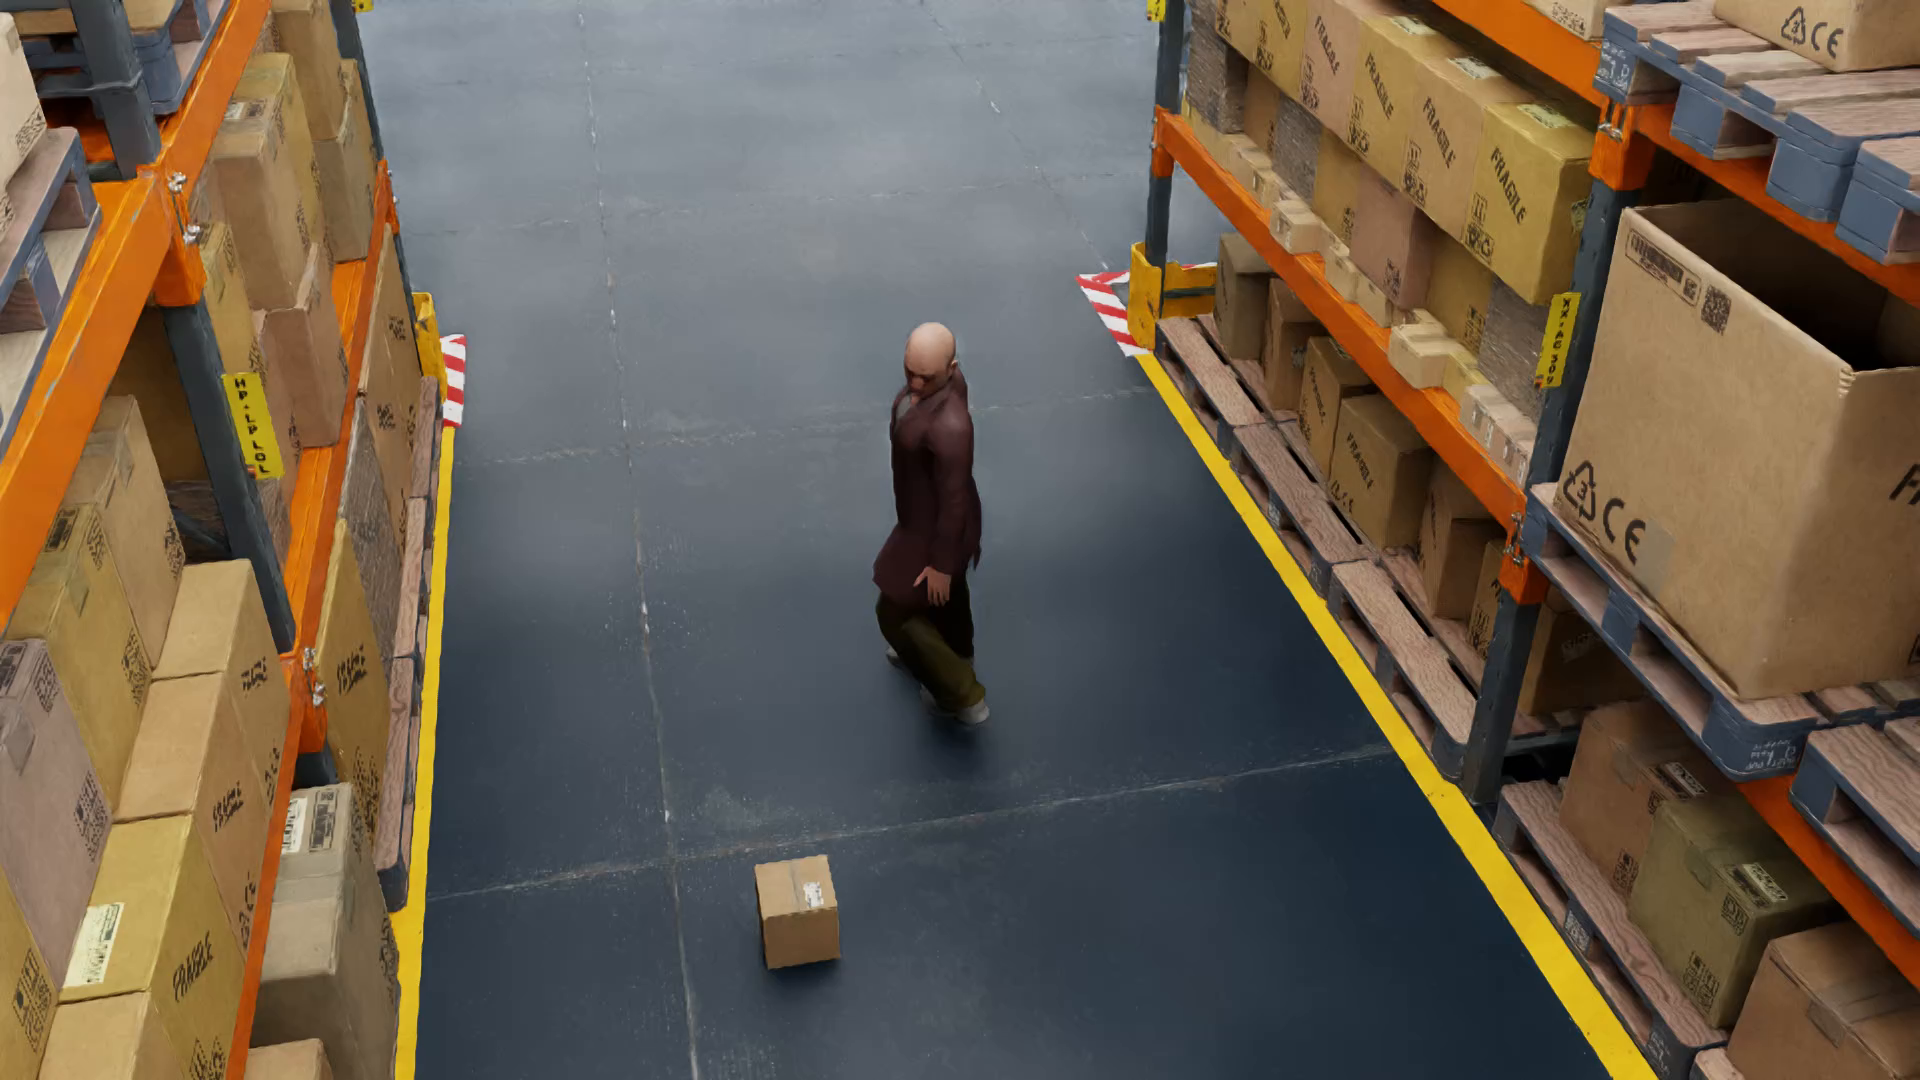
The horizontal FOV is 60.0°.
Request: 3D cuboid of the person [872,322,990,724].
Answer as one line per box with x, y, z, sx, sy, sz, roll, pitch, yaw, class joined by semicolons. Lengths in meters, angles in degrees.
-0.097;-0.070;6.258;0.464;1.749;0.666;2;34;4;person
